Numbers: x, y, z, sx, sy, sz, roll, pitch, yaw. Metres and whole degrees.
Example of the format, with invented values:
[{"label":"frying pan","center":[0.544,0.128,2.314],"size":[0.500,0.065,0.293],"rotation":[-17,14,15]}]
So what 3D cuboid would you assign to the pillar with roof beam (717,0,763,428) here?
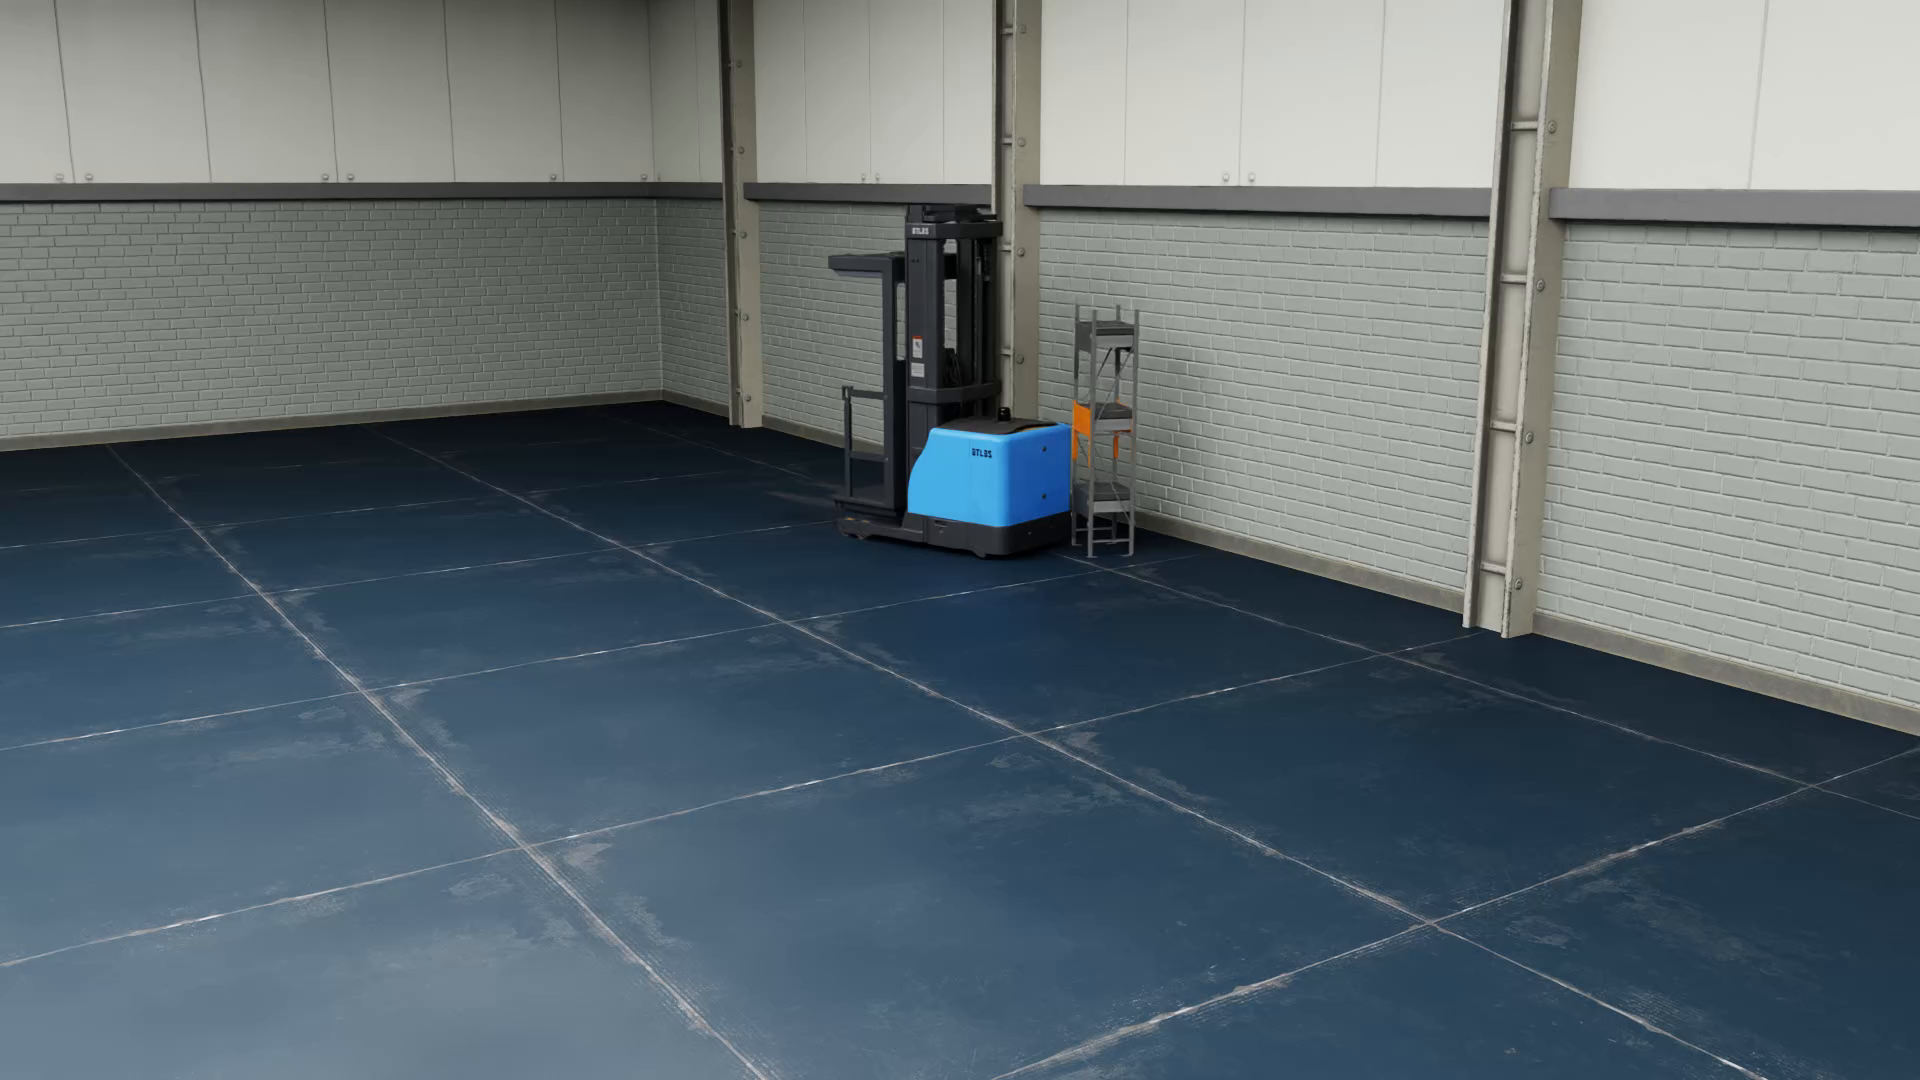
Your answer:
[{"label":"pillar with roof beam","center":[-6.367,-5.382,18.409],"size":[9.100,9.000,0.400],"rotation":[-8,15,-33]}]

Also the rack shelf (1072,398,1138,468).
[{"label":"rack shelf","center":[1.232,-0.916,14.198],"size":[0.431,0.518,0.480],"rotation":[-3,13,-13]}]

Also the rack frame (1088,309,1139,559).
[{"label":"rack frame","center":[1.287,-0.879,13.963],"size":[0.400,2.100,0.015],"rotation":[-3,13,-13]}]

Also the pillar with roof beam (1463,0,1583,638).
[{"label":"pillar with roof beam","center":[0.282,-3.248,8.650],"size":[9.100,9.000,0.400],"rotation":[-8,15,-33]}]

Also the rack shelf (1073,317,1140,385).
[{"label":"rack shelf","center":[1.233,-1.600,14.048],"size":[0.431,0.518,0.480],"rotation":[-3,13,-13]}]

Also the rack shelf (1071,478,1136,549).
[{"label":"rack shelf","center":[1.232,-0.233,14.348],"size":[0.431,0.518,0.480],"rotation":[-3,13,-13]}]

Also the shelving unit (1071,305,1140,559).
[{"label":"shelving unit","center":[1.232,-0.930,14.195],"size":[0.431,2.100,0.503],"rotation":[-3,13,-13]}]

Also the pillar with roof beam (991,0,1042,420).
[{"label":"pillar with roof beam","center":[-3.042,-4.315,13.529],"size":[9.100,9.000,0.400],"rotation":[-8,15,-33]}]

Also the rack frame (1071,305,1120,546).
[{"label":"rack frame","center":[1.177,-0.981,14.428],"size":[0.400,2.100,0.015],"rotation":[-3,13,-13]}]

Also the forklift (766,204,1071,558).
[{"label":"forklift","center":[-0.478,-1.518,14.940],"size":[3.031,2.935,1.130],"rotation":[10,16,38]}]
